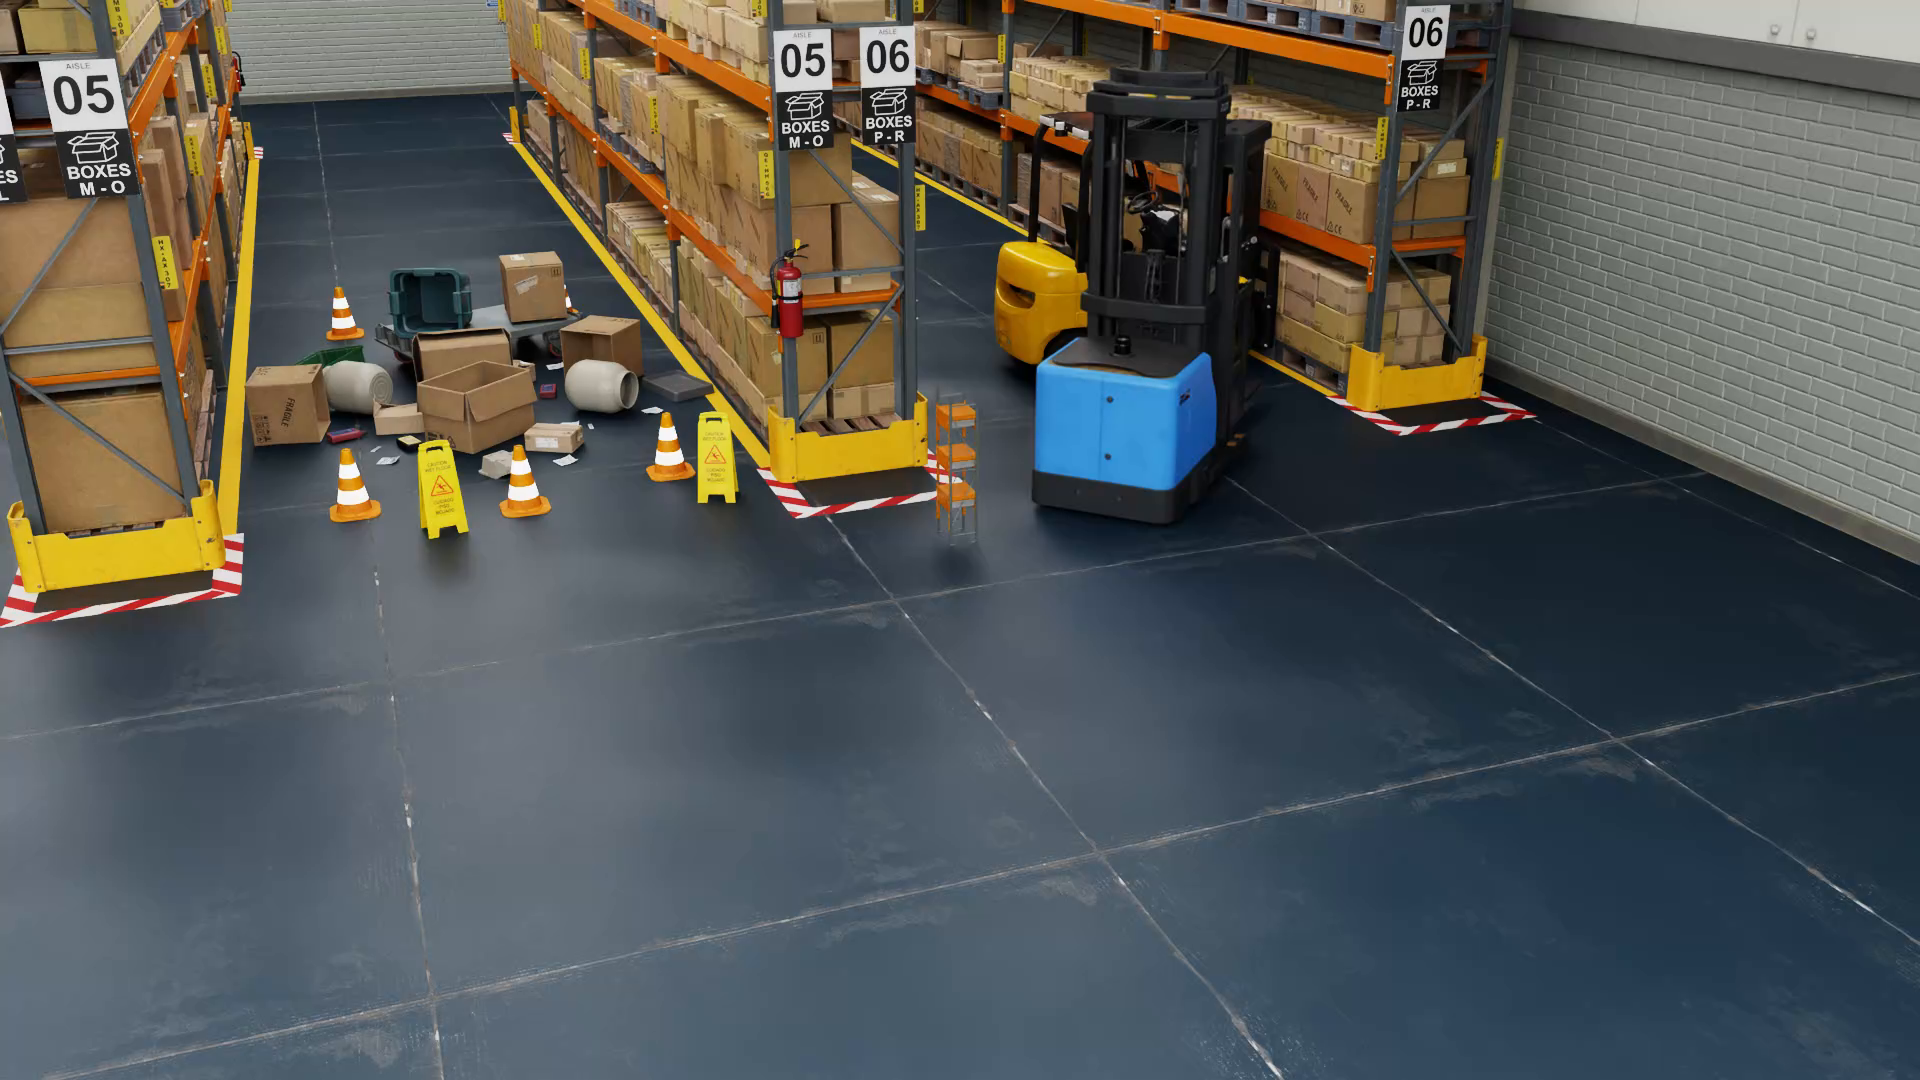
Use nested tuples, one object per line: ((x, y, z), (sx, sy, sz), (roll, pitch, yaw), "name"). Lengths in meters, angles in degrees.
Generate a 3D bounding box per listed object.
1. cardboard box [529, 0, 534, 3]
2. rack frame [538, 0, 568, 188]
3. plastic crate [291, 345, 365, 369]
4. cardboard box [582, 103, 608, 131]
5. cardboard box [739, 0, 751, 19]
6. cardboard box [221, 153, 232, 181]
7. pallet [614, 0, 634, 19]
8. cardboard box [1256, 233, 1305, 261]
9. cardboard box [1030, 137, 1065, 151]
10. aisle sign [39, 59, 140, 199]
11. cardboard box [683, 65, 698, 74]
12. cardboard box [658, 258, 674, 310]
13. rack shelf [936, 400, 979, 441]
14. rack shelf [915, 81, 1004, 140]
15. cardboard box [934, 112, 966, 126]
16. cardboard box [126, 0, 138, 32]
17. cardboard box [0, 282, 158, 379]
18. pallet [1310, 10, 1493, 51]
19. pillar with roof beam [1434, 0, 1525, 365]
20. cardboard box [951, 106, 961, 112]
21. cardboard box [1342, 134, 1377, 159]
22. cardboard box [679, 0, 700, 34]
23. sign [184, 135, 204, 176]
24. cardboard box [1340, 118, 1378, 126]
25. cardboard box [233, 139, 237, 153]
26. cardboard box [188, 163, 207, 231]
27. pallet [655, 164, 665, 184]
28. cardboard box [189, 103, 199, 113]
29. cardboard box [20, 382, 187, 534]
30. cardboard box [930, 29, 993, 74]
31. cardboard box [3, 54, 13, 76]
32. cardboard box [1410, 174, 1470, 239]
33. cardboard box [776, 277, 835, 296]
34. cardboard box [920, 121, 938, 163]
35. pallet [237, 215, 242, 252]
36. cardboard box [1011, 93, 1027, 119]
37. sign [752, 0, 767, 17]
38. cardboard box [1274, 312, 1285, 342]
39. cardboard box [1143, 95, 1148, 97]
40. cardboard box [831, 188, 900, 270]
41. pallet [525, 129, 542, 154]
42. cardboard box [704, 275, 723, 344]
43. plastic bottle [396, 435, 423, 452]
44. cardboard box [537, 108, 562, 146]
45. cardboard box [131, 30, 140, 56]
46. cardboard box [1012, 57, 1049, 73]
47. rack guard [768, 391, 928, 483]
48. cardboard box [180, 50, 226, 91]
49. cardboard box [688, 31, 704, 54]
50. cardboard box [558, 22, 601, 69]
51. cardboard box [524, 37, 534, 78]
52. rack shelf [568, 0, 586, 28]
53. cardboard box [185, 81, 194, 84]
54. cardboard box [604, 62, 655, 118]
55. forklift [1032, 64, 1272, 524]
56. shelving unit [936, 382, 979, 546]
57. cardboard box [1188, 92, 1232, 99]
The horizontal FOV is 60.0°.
((-5.750, -7.520, 22.978), (0.380, 0.149, 0.250), (-9, 24, -19), "cardboard box")
((-5.045, -6.268, 22.259), (1.000, 3.000, 0.127), (-8, 24, -19), "rack frame")
((-5.527, -1.492, 14.475), (0.450, 0.188, 0.662), (-6, 21, 12), "plastic crate")
((-4.053, -4.893, 19.191), (0.500, 0.250, 0.500), (-9, 25, -21), "cardboard box")
((-1.364, -3.813, 11.869), (0.380, 0.149, 0.250), (-9, 24, -20), "cardboard box")
((-8.771, -4.324, 19.360), (0.500, 0.250, 0.500), (-9, 25, -21), "cardboard box")
((-2.706, -5.272, 16.276), (1.213, 0.211, 1.003), (-8, 24, -19), "pallet")
((2.837, -2.653, 15.396), (0.500, 0.250, 0.500), (-9, 24, -20), "cardboard box")
((1.118, -5.069, 21.258), (0.380, 0.149, 0.250), (-7, 24, -16), "cardboard box")
((-5.095, -2.405, 9.747), (0.394, 0.787, 0.004), (-8, 24, -19), "aisle sign")
((-2.534, -4.636, 16.501), (0.380, 0.149, 0.250), (-7, 24, -16), "cardboard box")
((-2.406, -2.534, 16.242), (0.950, 0.372, 0.625), (-8, 24, -18), "cardboard box")
((-0.019, -0.755, 10.986), (0.215, 0.259, 0.240), (-8, 24, -19), "rack shelf")
((0.304, -5.892, 22.293), (1.077, 0.370, 4.000), (-8, 24, -19), "rack shelf")
((-0.144, -5.844, 23.097), (0.380, 0.149, 0.250), (-9, 24, -20), "cardboard box")
((-5.690, -3.459, 10.874), (0.500, 0.250, 0.500), (-9, 24, -19), "cardboard box")
((-5.574, -1.389, 10.491), (0.875, 0.550, 0.550), (-8, 24, -19), "cardboard box")
((3.611, -4.192, 13.585), (1.003, 0.211, 1.213), (-8, 24, -19), "pallet")
((0.407, -5.140, 11.860), (9.100, 9.000, 0.400), (-8, 24, -19), "pillar with roof beam")
((0.095, -6.102, 23.707), (0.380, 0.149, 0.250), (-8, 24, -19), "cardboard box")
((3.397, -3.259, 13.772), (0.380, 0.149, 0.250), (-8, 24, -19), "cardboard box")
((-1.964, -4.244, 13.405), (0.500, 0.250, 0.500), (-8, 24, -19), "cardboard box")
((-6.295, -3.157, 13.662), (0.100, 0.325, 0.005), (-8, 24, -19), "sign")
((3.561, -3.601, 14.585), (0.380, 0.149, 0.250), (-8, 24, -17), "cardboard box")
((-9.872, -5.248, 22.203), (0.380, 0.149, 0.250), (-8, 24, -18), "cardboard box")
((-6.748, -2.919, 14.185), (0.500, 0.500, 0.500), (-8, 24, -18), "cardboard box")
((-2.352, -3.570, 16.105), (1.003, 0.211, 1.213), (-8, 24, -19), "pallet")
((-8.210, -4.516, 17.503), (0.380, 0.149, 0.250), (-7, 24, -17), "cardboard box")
((-5.702, -0.643, 11.109), (0.875, 0.875, 0.875), (-8, 24, -19), "cardboard box")
((0.019, -6.510, 22.164), (0.700, 0.500, 0.500), (-8, 24, -19), "cardboard box")
((-5.923, -2.864, 9.974), (0.380, 0.149, 0.250), (-8, 24, -19), "cardboard box")
((3.922, -2.854, 14.031), (0.500, 0.500, 0.500), (-8, 24, -17), "cardboard box")
((-1.138, -1.898, 12.215), (0.380, 0.149, 0.250), (-8, 24, -17), "cardboard box")
((-0.245, -5.593, 23.335), (0.500, 0.500, 0.500), (-9, 24, -20), "cardboard box")
((-8.929, -3.540, 19.377), (1.003, 0.211, 1.213), (-8, 24, -19), "pallet")
((0.939, -5.233, 19.996), (0.500, 0.250, 0.500), (-8, 24, -19), "cardboard box")
((-1.332, -3.629, 10.996), (0.100, 0.325, 0.005), (-8, 24, -19), "sign")
((3.040, -2.009, 15.153), (0.500, 0.250, 0.500), (-8, 24, -18), "cardboard box")
((2.095, -4.482, 17.058), (0.380, 0.149, 0.250), (-7, 24, -17), "cardboard box")
((-0.713, -2.301, 12.335), (0.500, 0.500, 0.500), (-9, 24, -20), "cardboard box")
((-6.102, -6.156, 25.585), (1.003, 0.211, 1.213), (-8, 24, -19), "pallet")
((-1.881, -2.000, 14.167), (0.500, 0.500, 0.500), (-7, 24, -16), "cardboard box")
((-4.307, -0.759, 12.973), (0.133, 0.061, 0.283), (-18, 29, -37), "plastic bottle")
((-5.800, -6.176, 24.800), (0.875, 0.438, 0.875), (-8, 24, -18), "cardboard box")
((-5.579, -3.233, 10.851), (0.380, 0.149, 0.250), (-8, 24, -19), "cardboard box")
((0.848, -5.685, 19.913), (0.380, 0.149, 0.250), (-8, 24, -17), "cardboard box")
((-0.832, -0.783, 12.465), (1.175, 0.500, 0.348), (-8, 24, -19), "rack guard")
((-9.579, -5.949, 20.992), (0.500, 0.500, 0.500), (-9, 24, -20), "cardboard box")
((-1.965, -4.000, 13.340), (0.380, 0.149, 0.250), (-9, 24, -20), "cardboard box")
((-4.589, -6.025, 20.266), (0.500, 0.500, 0.500), (-9, 24, -20), "cardboard box")
((-5.826, -6.814, 23.426), (0.500, 0.500, 0.500), (-9, 24, -20), "cardboard box")
((-4.338, -6.592, 20.091), (1.077, 0.370, 4.000), (-8, 24, -19), "rack shelf")
((-8.389, -4.832, 17.869), (0.380, 0.149, 0.250), (-8, 24, -19), "cardboard box")
((-3.498, -4.807, 17.741), (0.500, 0.500, 0.500), (-7, 24, -16), "cardboard box")
((1.579, -1.999, 12.219), (1.130, 2.935, 3.031), (10, 25, 23), "forklift")
((-0.019, -0.503, 11.092), (0.215, 1.050, 0.252), (-8, 24, -19), "shelving unit")
((2.452, -4.289, 16.216), (0.380, 0.149, 0.250), (-8, 24, -18), "cardboard box")
